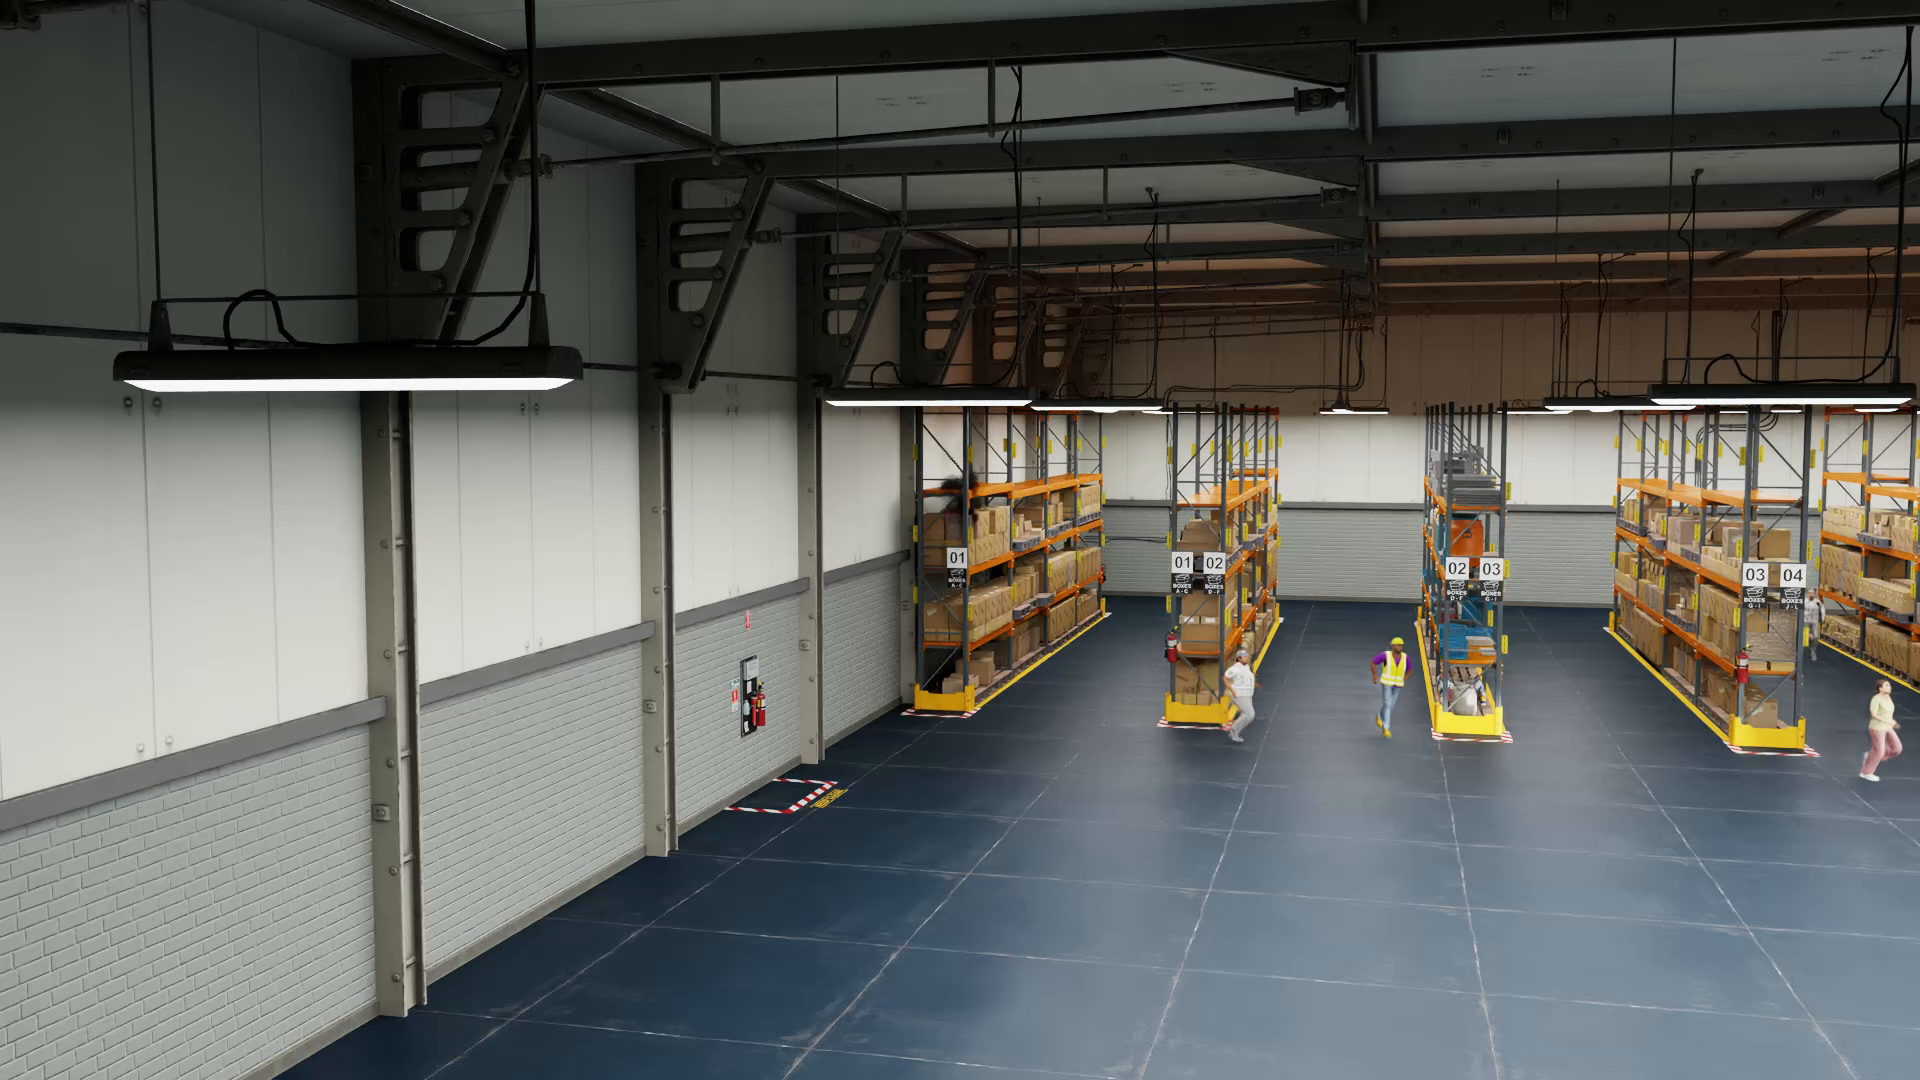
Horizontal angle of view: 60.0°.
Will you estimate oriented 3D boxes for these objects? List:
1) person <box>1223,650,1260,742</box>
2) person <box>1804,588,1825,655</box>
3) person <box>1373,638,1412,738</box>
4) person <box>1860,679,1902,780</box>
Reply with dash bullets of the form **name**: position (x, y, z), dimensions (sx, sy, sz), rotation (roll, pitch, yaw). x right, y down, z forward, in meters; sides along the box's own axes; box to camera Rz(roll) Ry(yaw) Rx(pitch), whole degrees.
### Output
- **person**: position (4.968, 2.735, 29.100), dimensions (0.604, 1.627, 0.583), rotation (3, 5, 37)
- **person**: position (20.105, 1.899, 39.295), dimensions (0.625, 1.583, 0.845), rotation (1, 4, 17)
- **person**: position (7.853, 2.635, 30.150), dimensions (0.690, 1.755, 0.911), rotation (-1, 4, -8)
- **person**: position (14.521, 2.983, 26.164), dimensions (0.610, 1.627, 0.622), rotation (-3, 5, -31)
